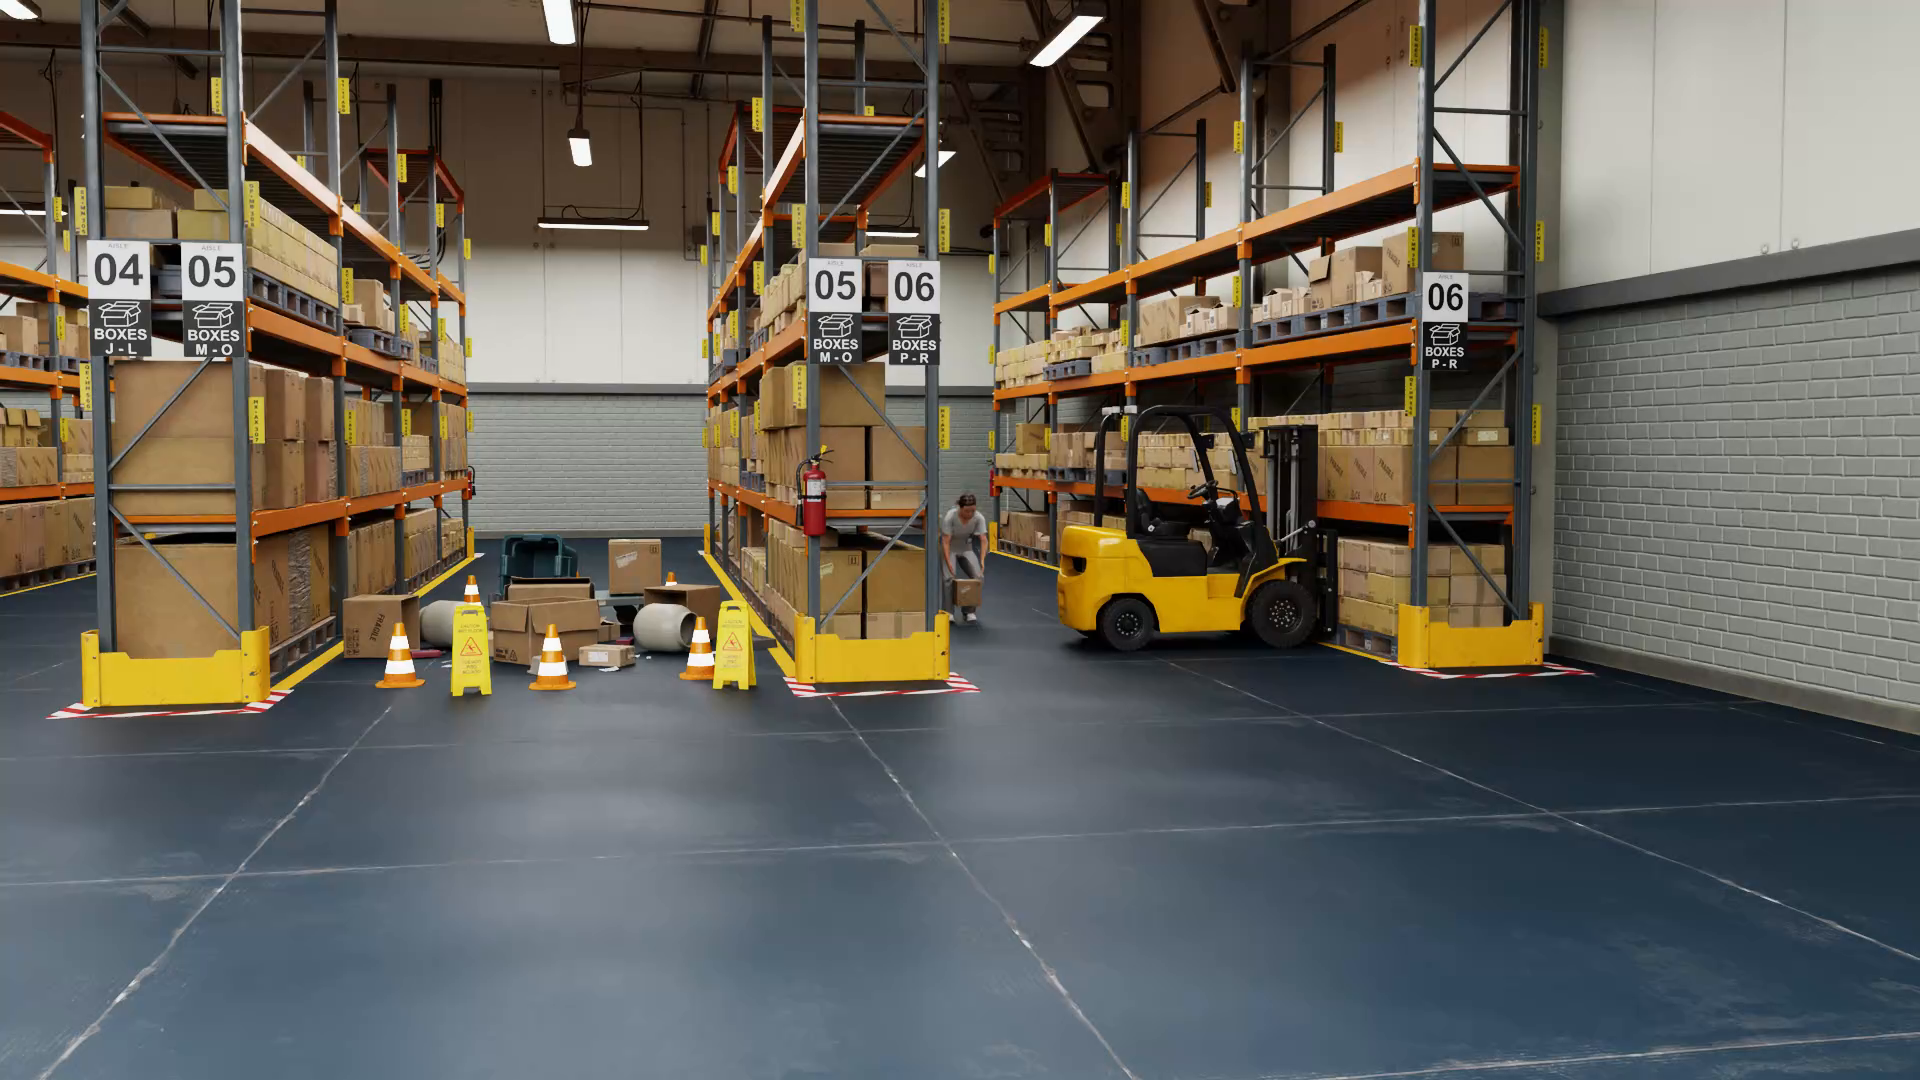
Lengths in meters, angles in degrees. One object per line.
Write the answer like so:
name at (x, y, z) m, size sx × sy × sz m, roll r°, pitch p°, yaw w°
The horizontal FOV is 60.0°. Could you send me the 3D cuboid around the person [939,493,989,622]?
person at (0.034, 0.171, 17.179) m, size 0.491 × 1.335 × 0.665 m, roll -1°, pitch 3°, yaw -11°
